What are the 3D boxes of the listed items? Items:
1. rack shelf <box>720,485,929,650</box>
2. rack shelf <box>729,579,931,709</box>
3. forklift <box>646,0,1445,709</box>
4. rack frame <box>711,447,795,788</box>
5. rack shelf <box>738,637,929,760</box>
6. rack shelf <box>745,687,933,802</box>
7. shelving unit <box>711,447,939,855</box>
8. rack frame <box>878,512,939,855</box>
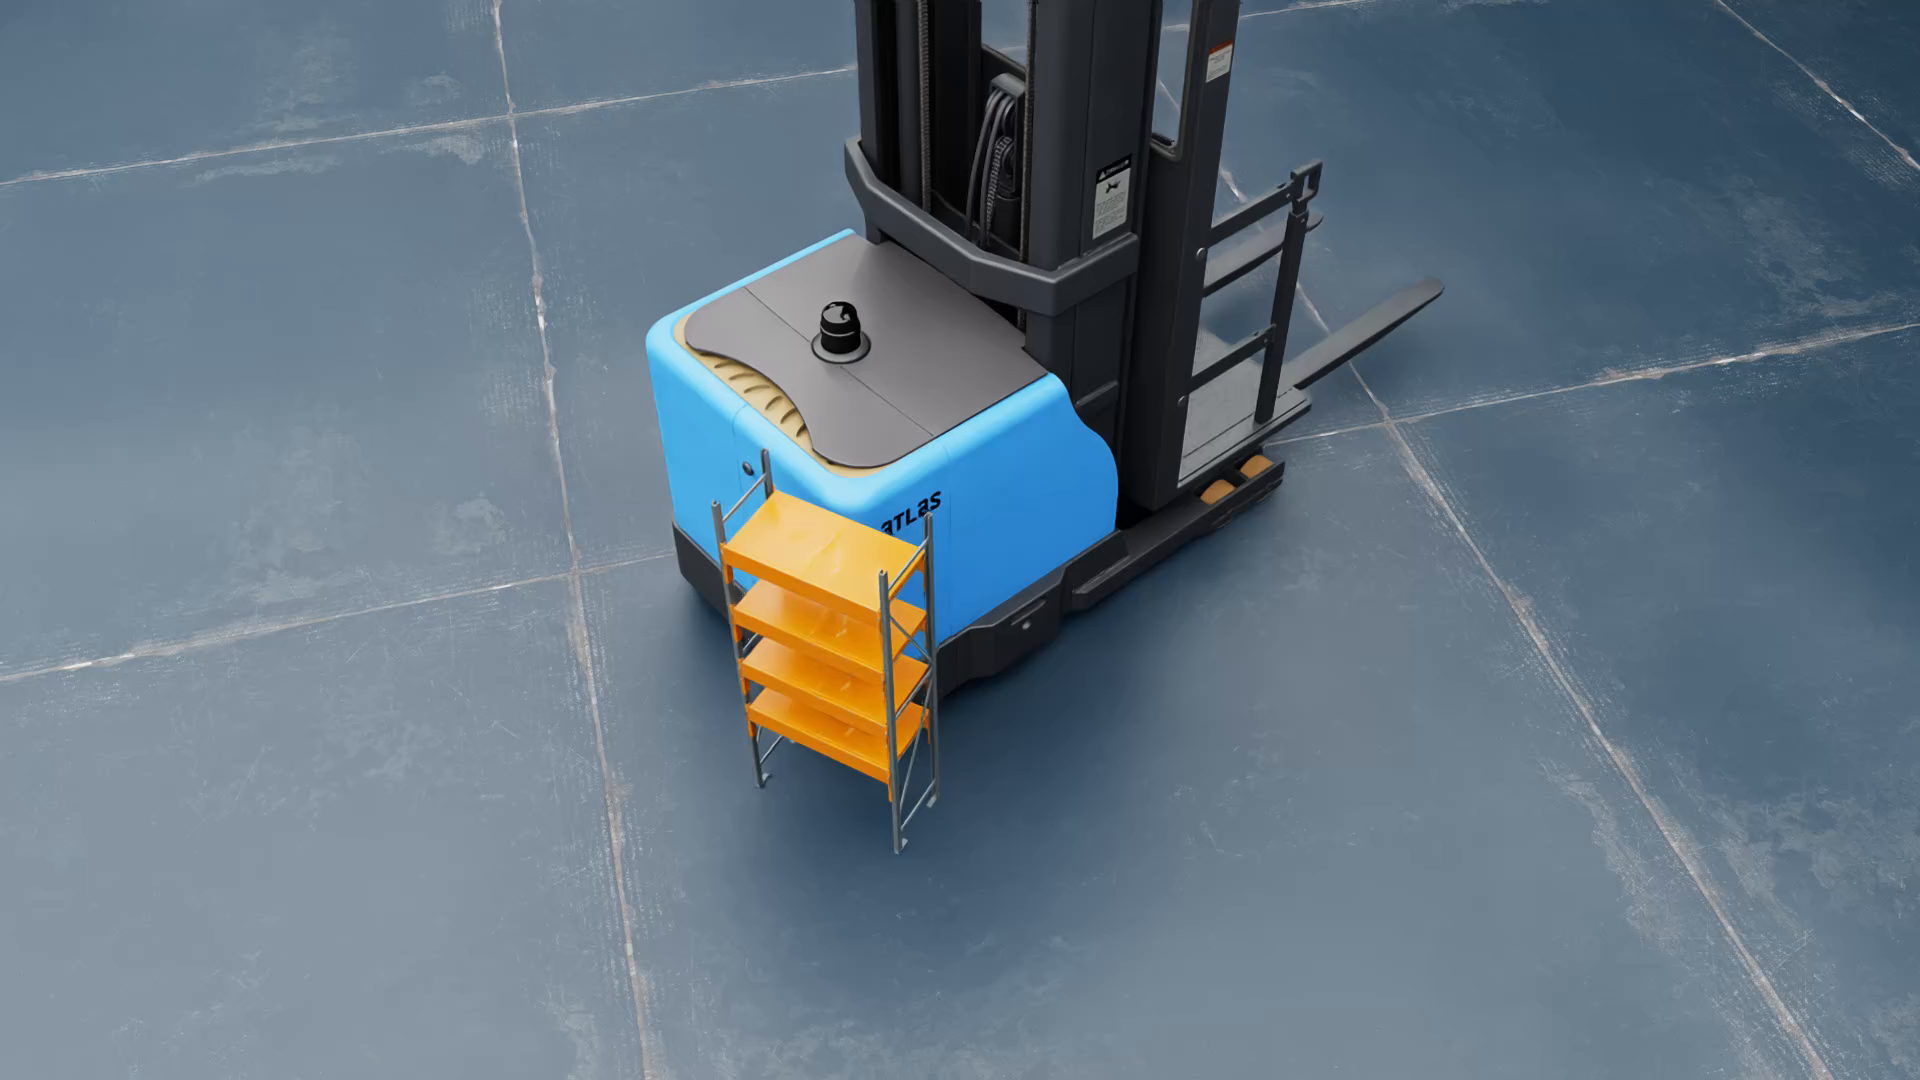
[{"bbox_3d":[-0.345,0.066,4.293,0.480,0.148,0.258,22,50,20],"label":"rack shelf"},{"bbox_3d":[-0.343,0.230,4.463,0.480,0.148,0.258,22,50,20],"label":"rack shelf"},{"bbox_3d":[0.507,-1.327,4.998,3.031,2.935,1.130,-32,53,-27],"label":"forklift"},{"bbox_3d":[-0.556,0.254,4.659,0.015,1.200,0.240,22,50,20],"label":"rack frame"},{"bbox_3d":[-0.342,0.386,4.624,0.480,0.148,0.258,22,50,20],"label":"rack shelf"},{"bbox_3d":[-0.341,0.524,4.767,0.480,0.148,0.258,22,50,20],"label":"rack shelf"},{"bbox_3d":[-0.343,0.339,4.576,0.503,1.200,0.258,22,50,20],"label":"shelving unit"},{"bbox_3d":[-0.130,0.424,4.493,0.015,1.200,0.240,22,50,20],"label":"rack frame"}]
